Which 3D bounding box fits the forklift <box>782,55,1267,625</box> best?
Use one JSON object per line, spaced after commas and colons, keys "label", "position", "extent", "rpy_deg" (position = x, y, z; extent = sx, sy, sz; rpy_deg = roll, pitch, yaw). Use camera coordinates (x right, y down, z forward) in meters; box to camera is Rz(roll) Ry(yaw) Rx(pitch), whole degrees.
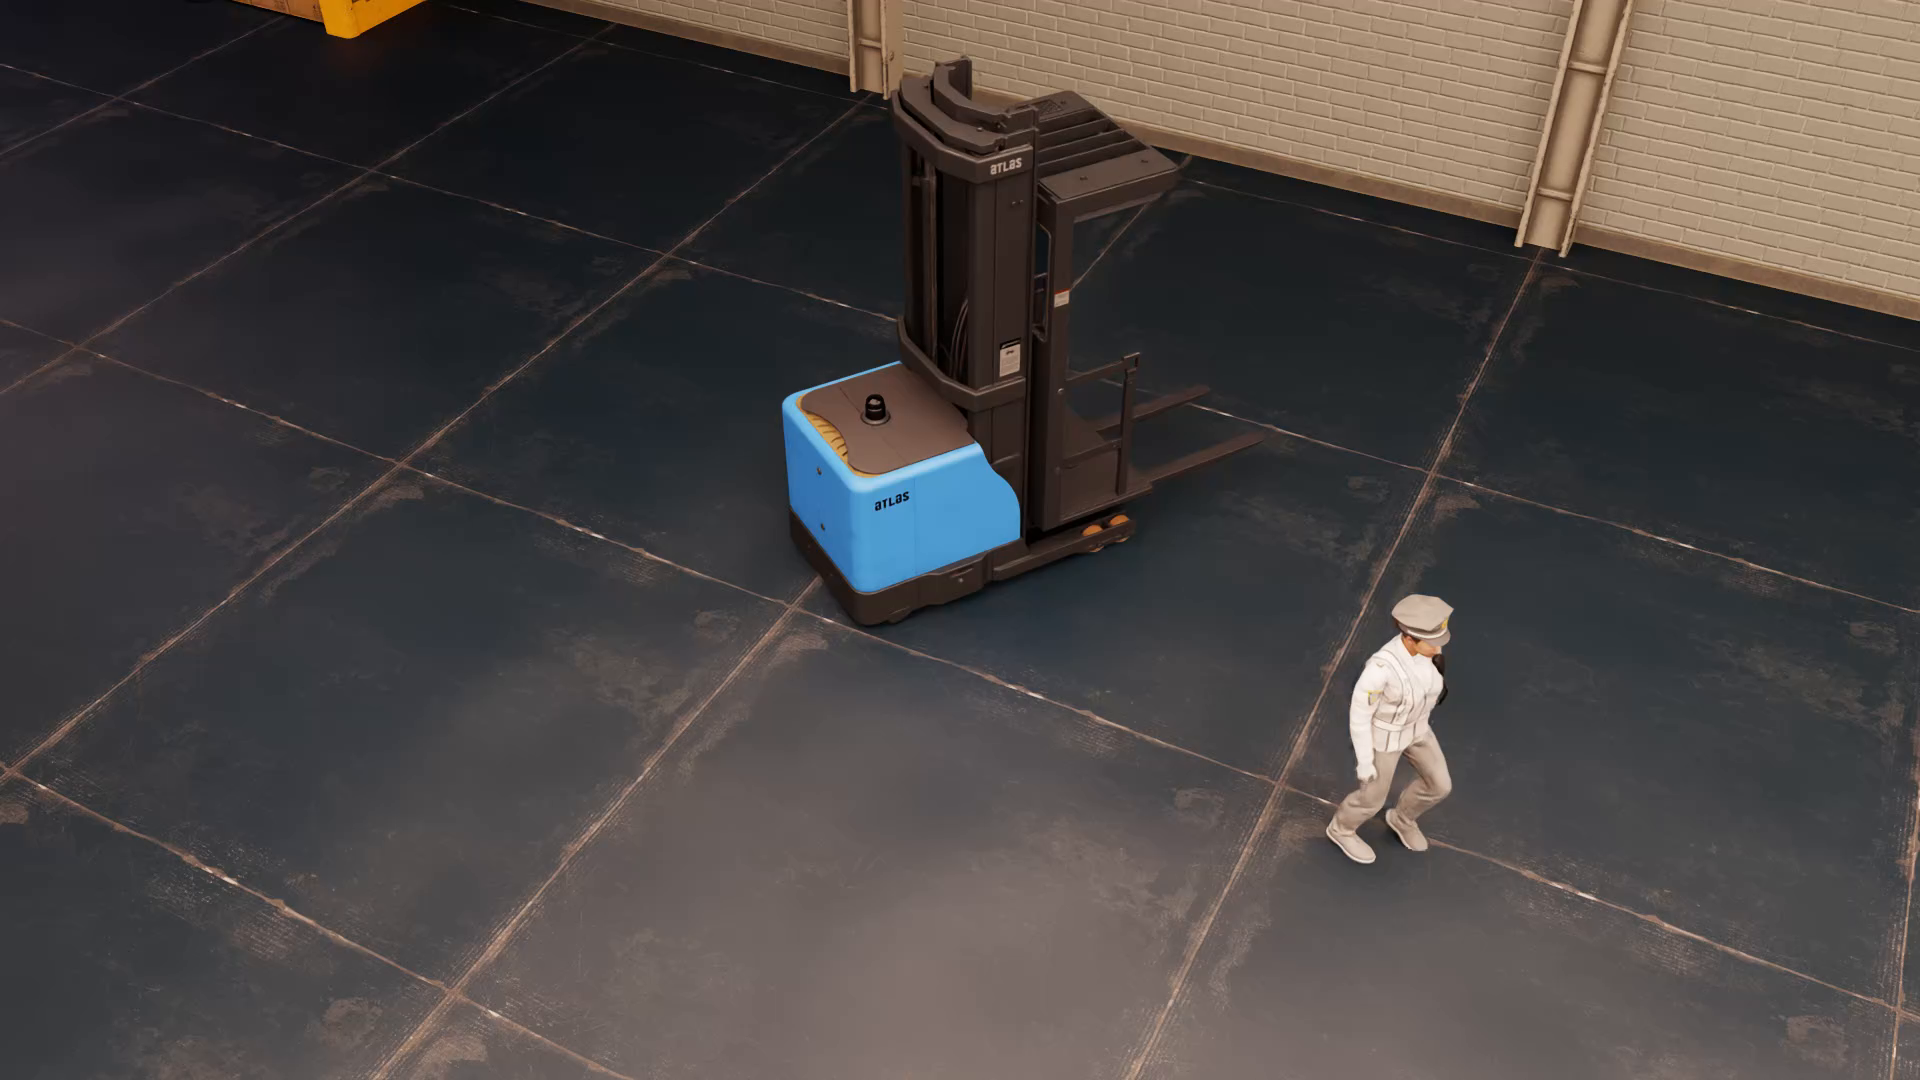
{"label": "forklift", "position": [0.496, -1.324, 9.558], "extent": [3.031, 2.935, 1.130], "rpy_deg": [-20, 44, -22]}

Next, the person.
{"label": "person", "position": [2.086, 0.951, 7.883], "extent": [0.595, 1.693, 0.462], "rpy_deg": [-28, 48, -29]}
